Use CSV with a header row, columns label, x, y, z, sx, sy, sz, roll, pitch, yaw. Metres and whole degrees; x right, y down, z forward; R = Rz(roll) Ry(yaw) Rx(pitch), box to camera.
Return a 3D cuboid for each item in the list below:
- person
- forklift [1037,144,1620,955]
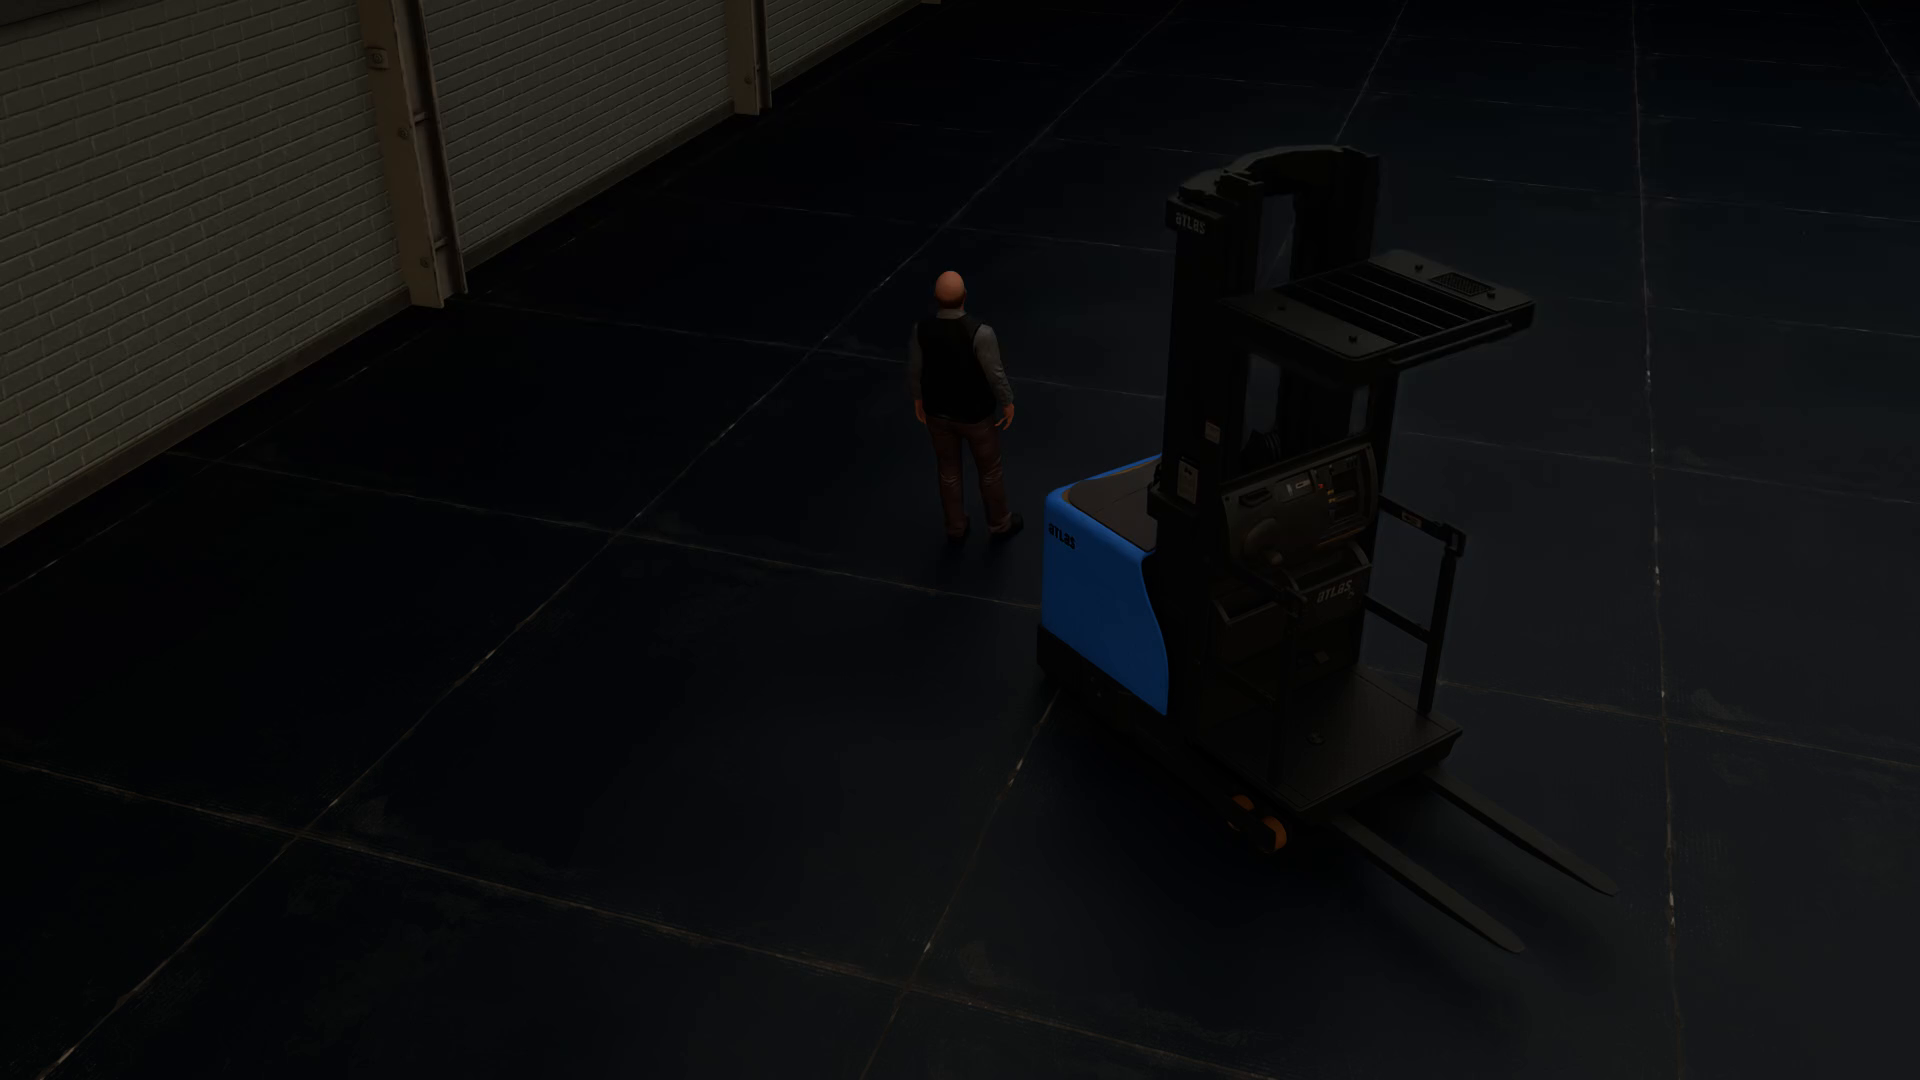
label,x,y,z,sx,sy,sz,roll,pitch,yaw
person,0.028,-0.782,9.715,0.632,1.720,0.568,10,31,16
forklift,1.660,-0.117,7.342,1.130,2.935,3.031,-19,35,-30
